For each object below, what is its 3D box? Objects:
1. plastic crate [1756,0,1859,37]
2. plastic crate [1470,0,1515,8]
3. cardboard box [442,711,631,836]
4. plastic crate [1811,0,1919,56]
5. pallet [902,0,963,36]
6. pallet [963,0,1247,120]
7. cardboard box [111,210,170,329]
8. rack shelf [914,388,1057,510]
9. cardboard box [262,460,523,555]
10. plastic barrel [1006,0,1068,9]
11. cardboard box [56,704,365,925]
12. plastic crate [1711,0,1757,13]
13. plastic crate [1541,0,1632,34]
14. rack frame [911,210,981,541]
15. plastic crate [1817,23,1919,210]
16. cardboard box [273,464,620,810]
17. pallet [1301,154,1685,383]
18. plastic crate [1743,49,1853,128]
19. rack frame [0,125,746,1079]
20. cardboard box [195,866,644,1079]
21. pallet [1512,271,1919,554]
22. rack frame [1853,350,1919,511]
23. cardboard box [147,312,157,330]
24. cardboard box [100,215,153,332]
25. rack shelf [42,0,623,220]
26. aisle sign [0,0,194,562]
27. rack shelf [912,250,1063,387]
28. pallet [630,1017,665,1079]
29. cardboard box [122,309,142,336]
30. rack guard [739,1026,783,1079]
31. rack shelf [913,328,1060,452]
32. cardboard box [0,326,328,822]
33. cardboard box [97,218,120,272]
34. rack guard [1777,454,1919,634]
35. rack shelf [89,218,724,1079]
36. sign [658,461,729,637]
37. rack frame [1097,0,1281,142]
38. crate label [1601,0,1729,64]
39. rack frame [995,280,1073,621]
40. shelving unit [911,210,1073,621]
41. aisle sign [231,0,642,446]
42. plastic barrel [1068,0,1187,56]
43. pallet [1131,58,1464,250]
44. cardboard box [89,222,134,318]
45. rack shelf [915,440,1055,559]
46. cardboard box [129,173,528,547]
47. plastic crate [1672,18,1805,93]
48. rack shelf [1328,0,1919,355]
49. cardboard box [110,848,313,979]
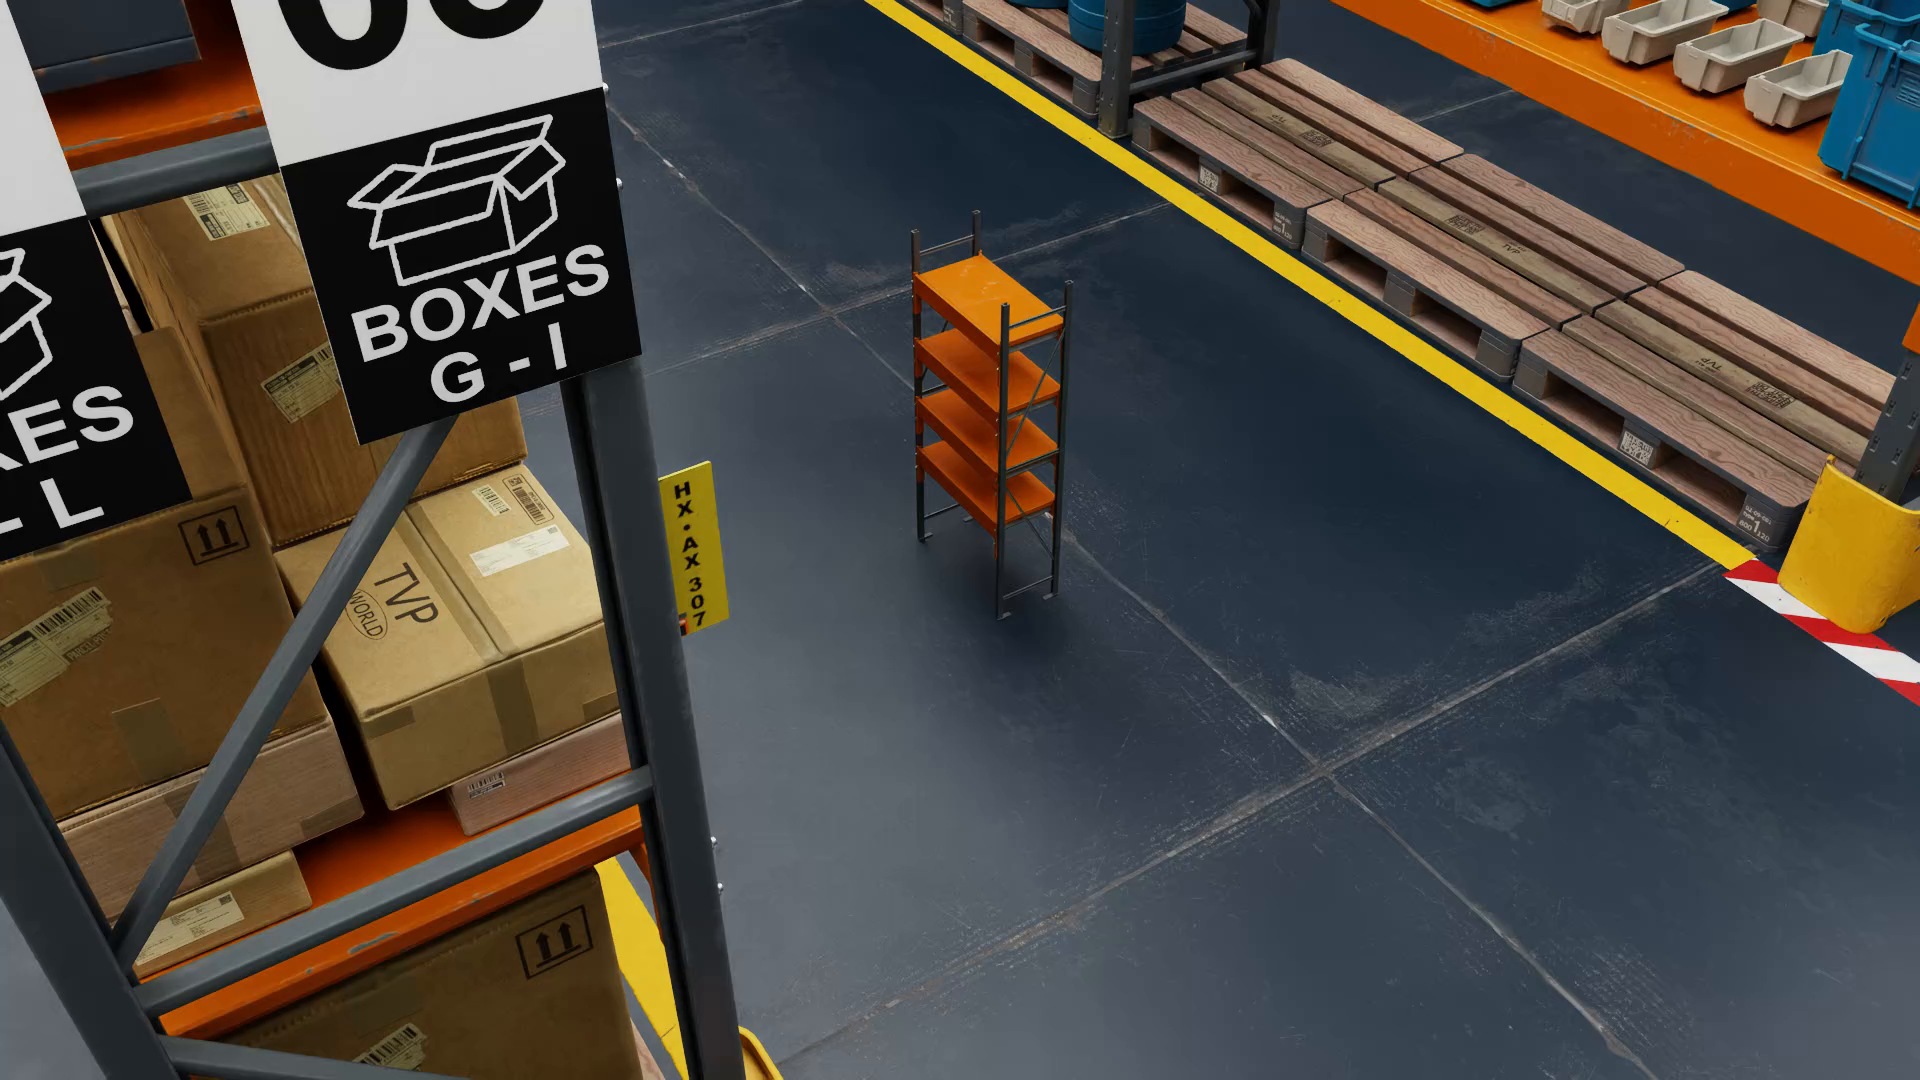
[{"bbox_3d":[2.956,-1.870,5.810,0.250,0.136,0.298,-22,45,-24],"label":"plastic crate"},{"bbox_3d":[1.958,-2.113,6.026,0.416,0.233,0.300,-22,45,-24],"label":"plastic crate"},{"bbox_3d":[-0.811,0.363,3.168,0.380,0.149,0.250,-22,44,-24],"label":"cardboard box"},{"bbox_3d":[3.069,-1.694,5.524,0.416,0.233,0.300,-22,45,-24],"label":"plastic crate"},{"bbox_3d":[0.088,-3.311,9.559,1.003,0.211,1.213,-22,45,-24],"label":"pallet"},{"bbox_3d":[0.748,-2.652,8.768,1.003,0.211,1.213,-22,45,-24],"label":"pallet"},{"bbox_3d":[-1.481,-0.673,3.513,0.500,0.500,0.500,-23,45,-26],"label":"cardboard box"},{"bbox_3d":[0.089,-0.320,5.302,0.258,0.148,0.480,-22,45,-24],"label":"rack shelf"},{"bbox_3d":[-1.213,-0.116,3.430,0.500,0.250,0.500,-23,45,-25],"label":"cardboard box"},{"bbox_3d":[0.468,-3.329,8.714,0.600,0.901,0.708,-22,45,-24],"label":"plastic barrel"},{"bbox_3d":[-1.382,0.344,2.878,0.500,0.250,0.500,-23,45,-25],"label":"cardboard box"},{"bbox_3d":[2.715,-2.050,5.950,0.416,0.233,0.300,-22,45,-24],"label":"plastic crate"},{"bbox_3d":[2.198,-1.890,5.834,0.298,0.136,0.250,-22,45,-24],"label":"plastic crate"},{"bbox_3d":[-0.042,-0.503,5.417,0.240,1.200,0.015,-22,45,-24],"label":"rack frame"},{"bbox_3d":[2.941,-1.287,4.876,0.616,0.435,0.499,-22,45,-24],"label":"plastic crate"},{"bbox_3d":[-0.928,0.163,3.097,0.500,0.250,0.500,-23,45,-25],"label":"cardboard box"},{"bbox_3d":[2.216,-1.179,7.000,1.003,0.211,1.213,-22,45,-24],"label":"pallet"},{"bbox_3d":[2.687,-1.433,5.286,0.396,0.136,0.243,-22,45,-24],"label":"plastic crate"},{"bbox_3d":[-0.901,0.572,2.720,0.949,2.616,0.053,-22,45,-24],"label":"rack frame"},{"bbox_3d":[-1.309,0.908,3.649,0.875,0.875,0.875,-22,45,-24],"label":"cardboard box"},{"bbox_3d":[2.867,-0.521,6.210,1.003,0.211,1.213,-22,45,-24],"label":"pallet"},{"bbox_3d":[3.278,-1.134,4.767,1.000,3.000,0.127,-22,45,-24],"label":"rack frame"},{"bbox_3d":[-1.481,-0.388,3.757,0.500,0.250,0.500,-24,45,-26],"label":"cardboard box"},{"bbox_3d":[-1.766,-0.668,4.093,0.500,0.250,0.500,-23,45,-25],"label":"cardboard box"},{"bbox_3d":[-1.973,-1.384,3.287,1.077,0.370,4.000,-22,45,-24],"label":"rack shelf"},{"bbox_3d":[-1.112,-0.285,1.719,0.394,0.787,0.004,-22,45,-24],"label":"aisle sign"},{"bbox_3d":[0.089,-0.673,5.007,0.258,0.148,0.480,-22,45,-24],"label":"rack shelf"},{"bbox_3d":[-1.394,1.238,4.100,1.003,0.211,1.213,-22,45,-24],"label":"pallet"},{"bbox_3d":[-1.928,-0.204,3.537,0.500,0.250,0.500,-24,45,-26],"label":"cardboard box"},{"bbox_3d":[-0.885,1.545,3.506,1.175,0.500,0.348,-22,45,-24],"label":"rack guard"},{"bbox_3d":[0.089,-0.492,5.159,0.258,0.148,0.480,-22,45,-24],"label":"rack shelf"},{"bbox_3d":[-1.381,0.054,2.641,0.500,0.500,0.500,-22,44,-24],"label":"cardboard box"},{"bbox_3d":[-2.035,-0.942,4.423,0.500,0.250,0.500,-21,44,-24],"label":"cardboard box"},{"bbox_3d":[3.302,-0.165,5.557,1.175,0.500,0.348,-22,45,-24],"label":"rack guard"},{"bbox_3d":[-1.973,-0.232,4.247,1.077,0.370,4.000,-22,45,-24],"label":"rack shelf"},{"bbox_3d":[-0.427,0.020,2.644,0.100,0.325,0.005,-22,45,-24],"label":"sign"},{"bbox_3d":[1.127,-3.293,7.358,1.000,3.000,0.127,-22,45,-24],"label":"rack frame"},{"bbox_3d":[2.373,-1.737,5.650,0.396,0.136,0.243,-22,45,-24],"label":"crate label"},{"bbox_3d":[0.220,-0.240,5.101,0.240,1.200,0.015,-22,45,-24],"label":"rack frame"},{"bbox_3d":[0.089,-0.372,5.259,0.258,1.200,0.503,-22,45,-24],"label":"shelving unit"},{"bbox_3d":[-0.606,-0.492,1.966,0.394,0.787,0.004,-22,45,-24],"label":"aisle sign"},{"bbox_3d":[0.849,-2.947,8.255,0.600,0.901,0.708,-22,45,-24],"label":"plastic barrel"},{"bbox_3d":[1.555,-1.838,7.791,1.003,0.211,1.213,-22,45,-24],"label":"pallet"},{"bbox_3d":[-2.212,-0.484,3.872,0.500,0.250,0.500,-22,45,-24],"label":"cardboard box"},{"bbox_3d":[0.089,-0.167,5.429,0.258,0.148,0.480,-22,45,-24],"label":"rack shelf"},{"bbox_3d":[-1.197,-0.395,3.180,0.500,0.500,0.500,-23,45,-25],"label":"cardboard box"},{"bbox_3d":[2.543,-1.595,5.480,0.396,0.136,0.243,-22,45,-24],"label":"plastic crate"},{"bbox_3d":[2.203,-1.937,6.293,1.077,0.370,4.000,-22,45,-24],"label":"rack shelf"},{"bbox_3d":[-1.367,0.589,2.896,0.380,0.149,0.250,-21,44,-24],"label":"cardboard box"}]
